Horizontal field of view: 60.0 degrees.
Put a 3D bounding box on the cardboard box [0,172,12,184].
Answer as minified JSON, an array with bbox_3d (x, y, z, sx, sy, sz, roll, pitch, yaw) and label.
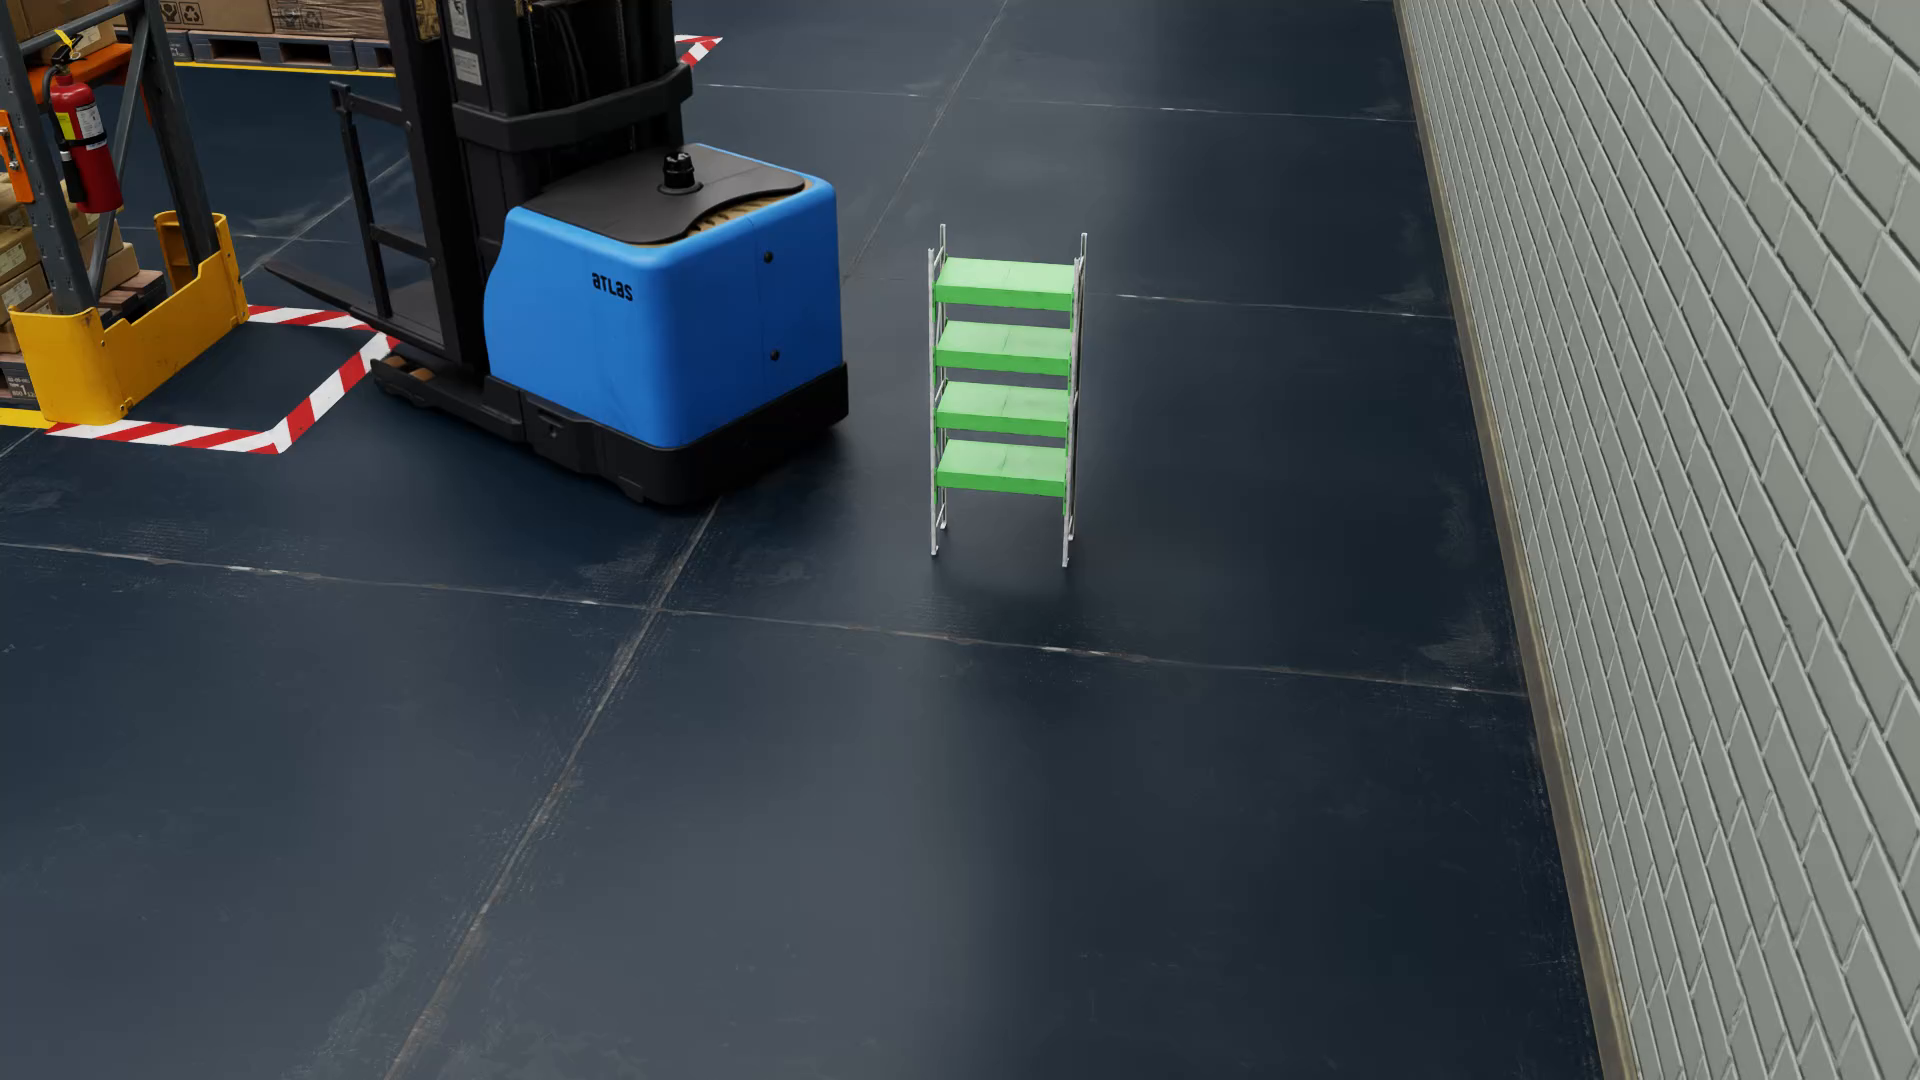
[{"bbox_3d":[-4.555,-1.560,7.645,0.250,0.149,0.380,5,32,8],"label":"cardboard box"}]

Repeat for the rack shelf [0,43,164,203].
[{"bbox_3d":[-5.548,-1.936,7.194,4.000,0.370,1.077,5,32,8],"label":"rack shelf"}]

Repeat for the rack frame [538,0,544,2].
[{"bbox_3d":[-2.643,-4.647,10.848,0.127,3.000,1.000,5,32,8],"label":"rack frame"}]

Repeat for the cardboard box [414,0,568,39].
[{"bbox_3d":[-3.287,-3.940,11.324,0.875,0.875,0.875,5,32,8],"label":"cardboard box"}]

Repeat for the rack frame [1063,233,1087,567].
[{"bbox_3d":[0.404,-0.472,5.873,0.015,1.200,0.240,5,32,8],"label":"rack frame"}]

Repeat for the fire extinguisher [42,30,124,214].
[{"bbox_3d":[-3.406,-1.608,6.416,0.183,0.674,0.296,5,32,8],"label":"fire extinguisher"}]

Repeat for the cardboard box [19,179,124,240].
[{"bbox_3d":[-4.036,-1.509,7.563,0.250,0.149,0.380,4,32,6],"label":"cardboard box"}]

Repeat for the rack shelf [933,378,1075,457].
[{"bbox_3d":[0.163,-0.440,5.942,0.480,0.148,0.258,5,32,8],"label":"rack shelf"}]

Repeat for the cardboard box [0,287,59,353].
[{"bbox_3d":[-4.131,-0.970,7.263,0.250,0.149,0.380,6,32,9],"label":"cardboard box"}]

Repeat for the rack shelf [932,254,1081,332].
[{"bbox_3d":[0.163,-0.847,5.687,0.480,0.148,0.258,5,32,8],"label":"rack shelf"}]

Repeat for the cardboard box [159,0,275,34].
[{"bbox_3d":[-5.061,-4.101,11.581,0.875,0.875,0.875,5,32,8],"label":"cardboard box"}]

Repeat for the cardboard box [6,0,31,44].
[{"bbox_3d":[-4.063,-2.136,6.461,0.500,0.500,0.500,6,33,9],"label":"cardboard box"}]

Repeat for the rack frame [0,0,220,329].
[{"bbox_3d":[-3.577,-2.062,6.718,0.127,3.000,1.000,5,32,8],"label":"rack frame"}]

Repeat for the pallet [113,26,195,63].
[{"bbox_3d":[-5.849,-3.714,11.984,1.213,0.211,1.003,5,32,8],"label":"pallet"}]

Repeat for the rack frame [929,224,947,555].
[{"bbox_3d":[-0.077,-0.516,5.943,0.015,1.200,0.240,5,32,8],"label":"rack frame"}]

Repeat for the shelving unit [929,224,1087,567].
[{"bbox_3d":[0.163,-0.494,5.908,0.503,1.200,0.258,5,32,8],"label":"shelving unit"}]

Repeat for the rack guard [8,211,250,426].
[{"bbox_3d":[-3.652,-1.010,7.392,0.348,0.500,1.175,5,32,8],"label":"rack guard"}]

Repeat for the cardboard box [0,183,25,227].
[{"bbox_3d":[-4.328,-1.470,7.502,0.250,0.149,0.380,6,33,9],"label":"cardboard box"}]

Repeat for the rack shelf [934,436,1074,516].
[{"bbox_3d":[0.163,-0.236,6.069,0.480,0.148,0.258,5,32,8],"label":"rack shelf"}]

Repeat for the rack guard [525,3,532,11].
[{"bbox_3d":[-2.619,-3.586,11.507,0.348,0.500,1.175,5,32,8],"label":"rack guard"}]

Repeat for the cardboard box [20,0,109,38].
[{"bbox_3d":[-3.973,-2.415,6.907,0.500,0.500,0.500,7,33,11],"label":"cardboard box"}]

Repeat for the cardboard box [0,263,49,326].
[{"bbox_3d":[-4.145,-1.056,7.120,0.250,0.149,0.380,4,32,7],"label":"cardboard box"}]

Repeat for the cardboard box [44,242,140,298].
[{"bbox_3d":[-4.039,-1.246,7.705,0.250,0.149,0.380,6,33,9],"label":"cardboard box"}]

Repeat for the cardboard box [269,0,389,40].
[{"bbox_3d":[-4.184,-4.021,11.454,0.875,0.875,0.875,5,32,8],"label":"cardboard box"}]

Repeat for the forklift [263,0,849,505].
[{"bbox_3d":[-1.934,-2.009,6.696,3.031,2.935,1.130,23,39,32],"label":"forklift"}]

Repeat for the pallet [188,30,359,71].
[{"bbox_3d":[-4.643,-3.606,11.812,1.213,0.211,1.003,5,32,8],"label":"pallet"}]

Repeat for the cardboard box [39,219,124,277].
[{"bbox_3d":[-4.050,-1.339,7.573,0.250,0.149,0.380,6,33,10],"label":"cardboard box"}]

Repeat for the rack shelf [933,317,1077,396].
[{"bbox_3d":[0.163,-0.643,5.815,0.480,0.148,0.258,5,32,8],"label":"rack shelf"}]

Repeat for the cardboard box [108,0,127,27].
[{"bbox_3d":[-5.948,-4.181,11.709,0.875,0.875,0.875,5,32,8],"label":"cardboard box"}]

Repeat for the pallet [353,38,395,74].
[{"bbox_3d":[-3.444,-3.496,11.636,1.213,0.211,1.003,5,32,8],"label":"pallet"}]

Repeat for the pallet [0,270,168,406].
[{"bbox_3d":[-4.446,-0.978,7.614,1.213,0.211,1.003,5,32,8],"label":"pallet"}]

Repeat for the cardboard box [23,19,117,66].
[{"bbox_3d":[-3.841,-2.156,7.104,0.250,0.149,0.380,5,32,8],"label":"cardboard box"}]

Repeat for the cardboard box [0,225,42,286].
[{"bbox_3d":[-4.141,-1.199,7.069,0.250,0.149,0.380,6,32,9],"label":"cardboard box"}]
